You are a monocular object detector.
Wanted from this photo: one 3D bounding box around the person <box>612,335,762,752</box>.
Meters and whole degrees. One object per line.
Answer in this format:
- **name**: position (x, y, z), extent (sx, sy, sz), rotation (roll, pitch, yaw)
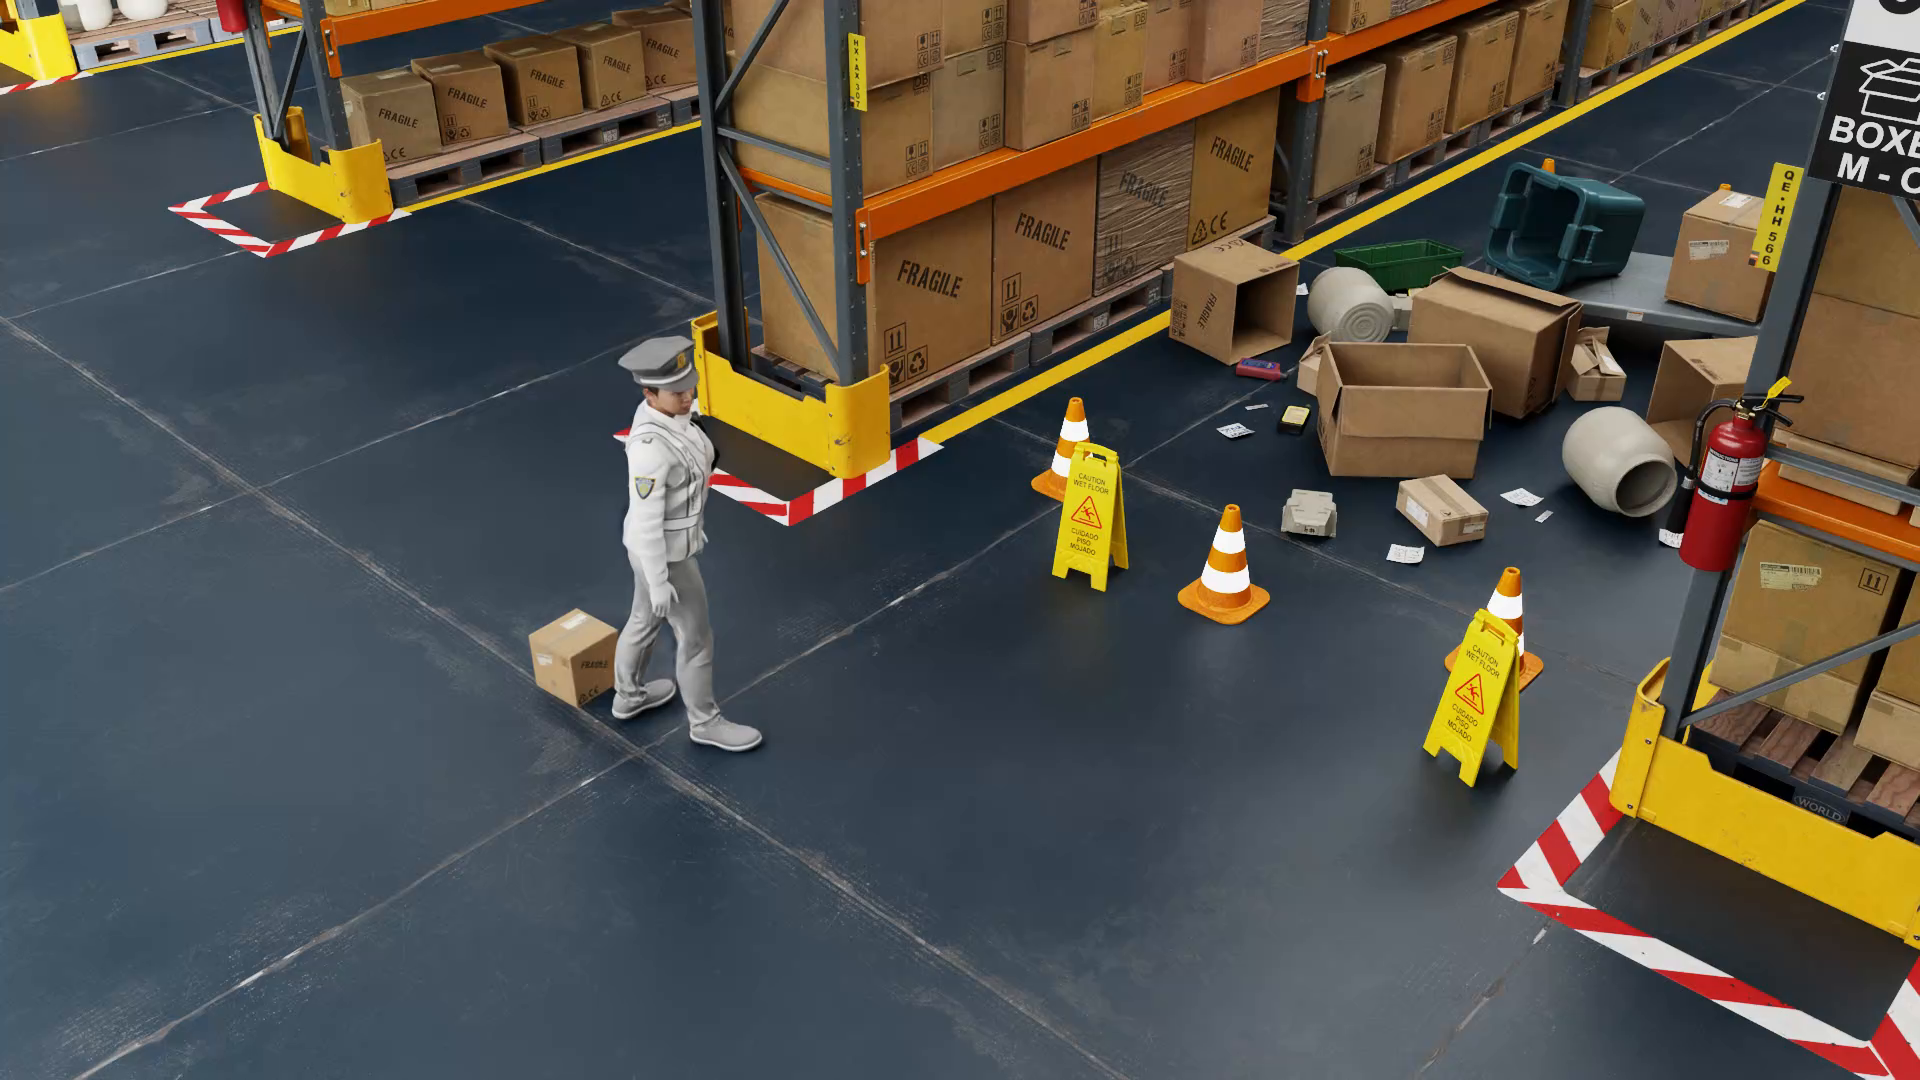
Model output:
- **person**: position (-1.065, 0.028, 6.077), extent (0.590, 1.665, 0.507), rotation (-2, 32, -4)
